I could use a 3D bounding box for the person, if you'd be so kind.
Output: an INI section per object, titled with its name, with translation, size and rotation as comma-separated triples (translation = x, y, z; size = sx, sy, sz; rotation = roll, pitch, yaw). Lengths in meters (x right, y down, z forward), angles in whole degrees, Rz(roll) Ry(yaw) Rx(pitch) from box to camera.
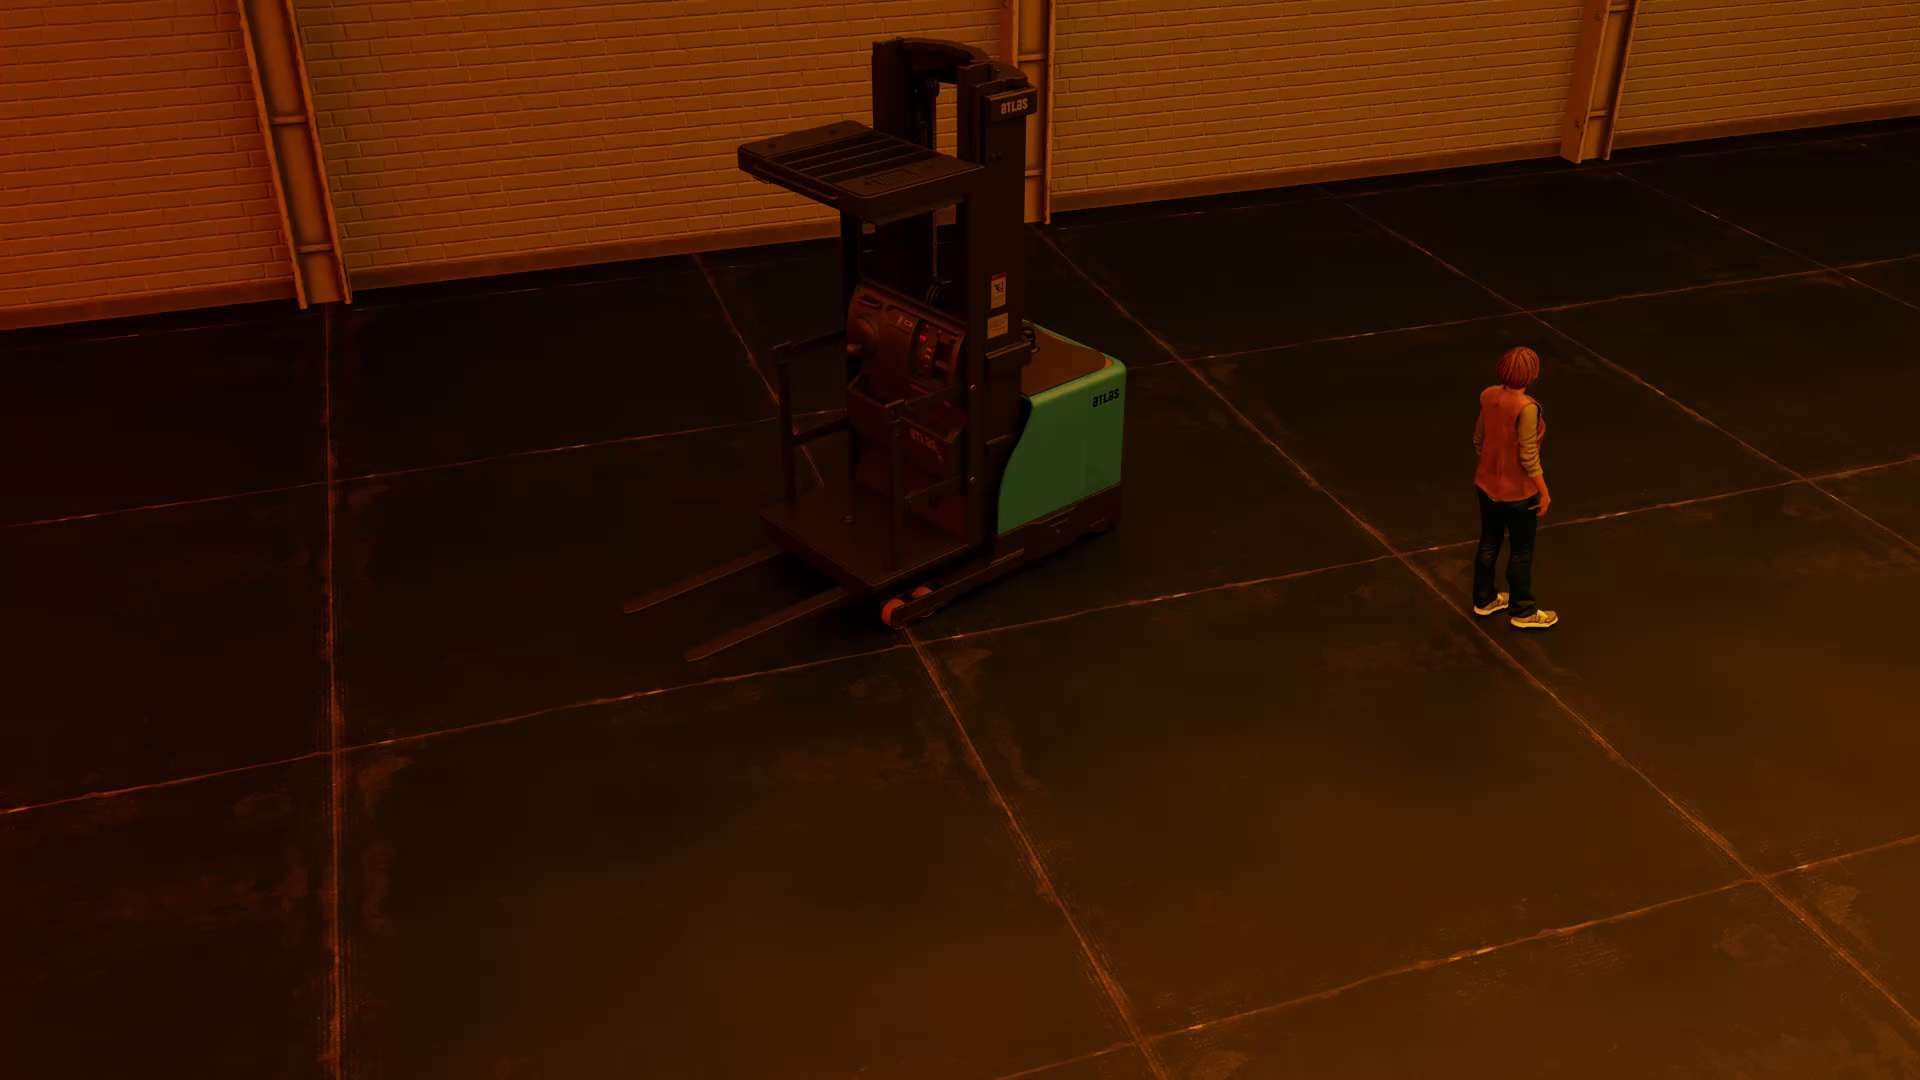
[person]
translation = 3.000, -0.295, 8.921
size = 0.474, 1.597, 0.521
rotation = -13, 32, -21

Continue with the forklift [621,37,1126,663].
[forklift]
translation = -0.461, -1.072, 8.951
size = 3.031, 2.935, 1.130
rotation = -23, 37, -34
